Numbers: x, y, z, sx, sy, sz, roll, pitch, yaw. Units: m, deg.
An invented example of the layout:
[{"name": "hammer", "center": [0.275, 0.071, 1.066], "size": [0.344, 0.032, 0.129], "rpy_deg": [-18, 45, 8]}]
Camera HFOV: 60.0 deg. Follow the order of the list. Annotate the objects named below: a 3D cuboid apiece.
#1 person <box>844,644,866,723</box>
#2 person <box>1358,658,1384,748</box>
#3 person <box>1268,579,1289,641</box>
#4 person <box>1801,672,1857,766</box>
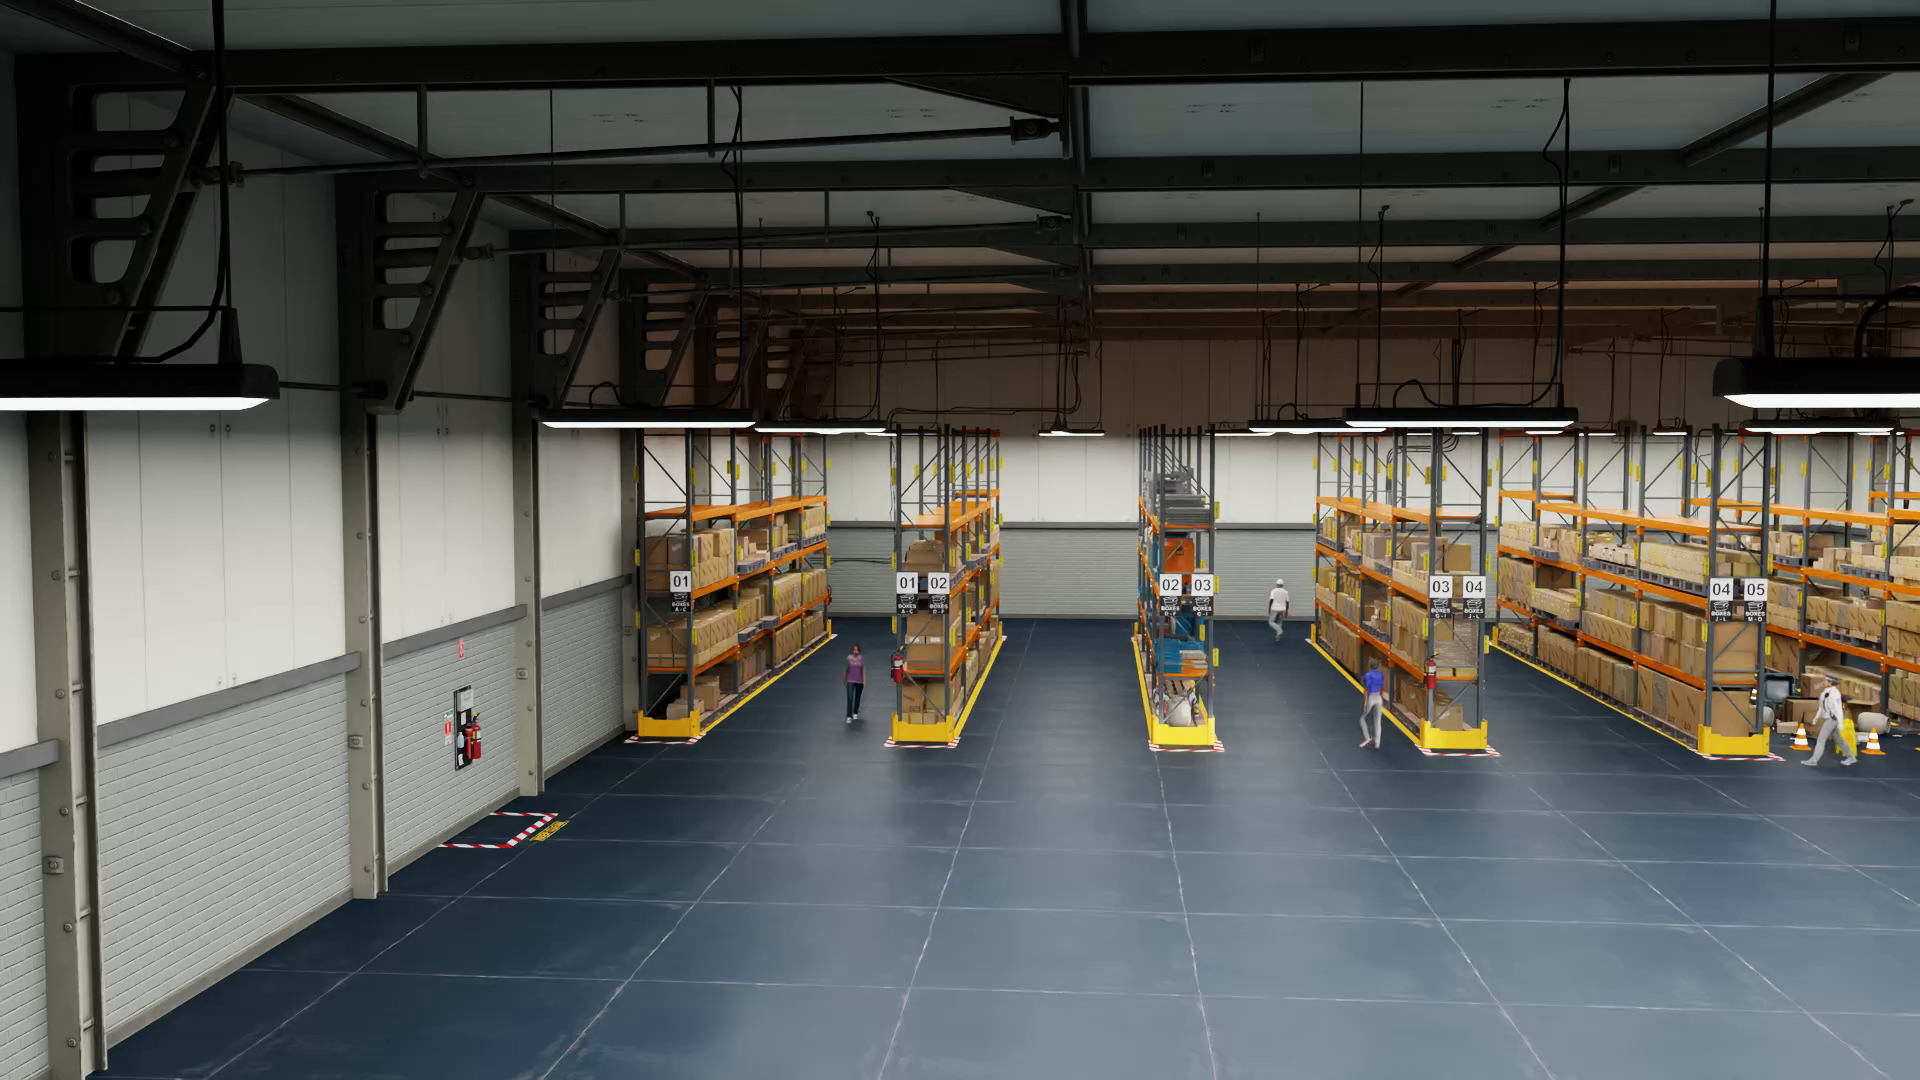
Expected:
[{"name": "person", "center": [-2.120, 2.891, 33.603], "size": [0.453, 1.552, 0.806], "rpy_deg": [-1, 4, -12]}, {"name": "person", "center": [7.614, 3.017, 30.771], "size": [0.511, 1.664, 0.466], "rpy_deg": [-1, 4, -9]}, {"name": "person", "center": [9.000, 1.991, 46.935], "size": [0.638, 1.760, 0.742], "rpy_deg": [-1, 4, -18]}, {"name": "person", "center": [15.174, 3.122, 29.019], "size": [0.969, 1.639, 0.510], "rpy_deg": [1, 4, 10]}]
